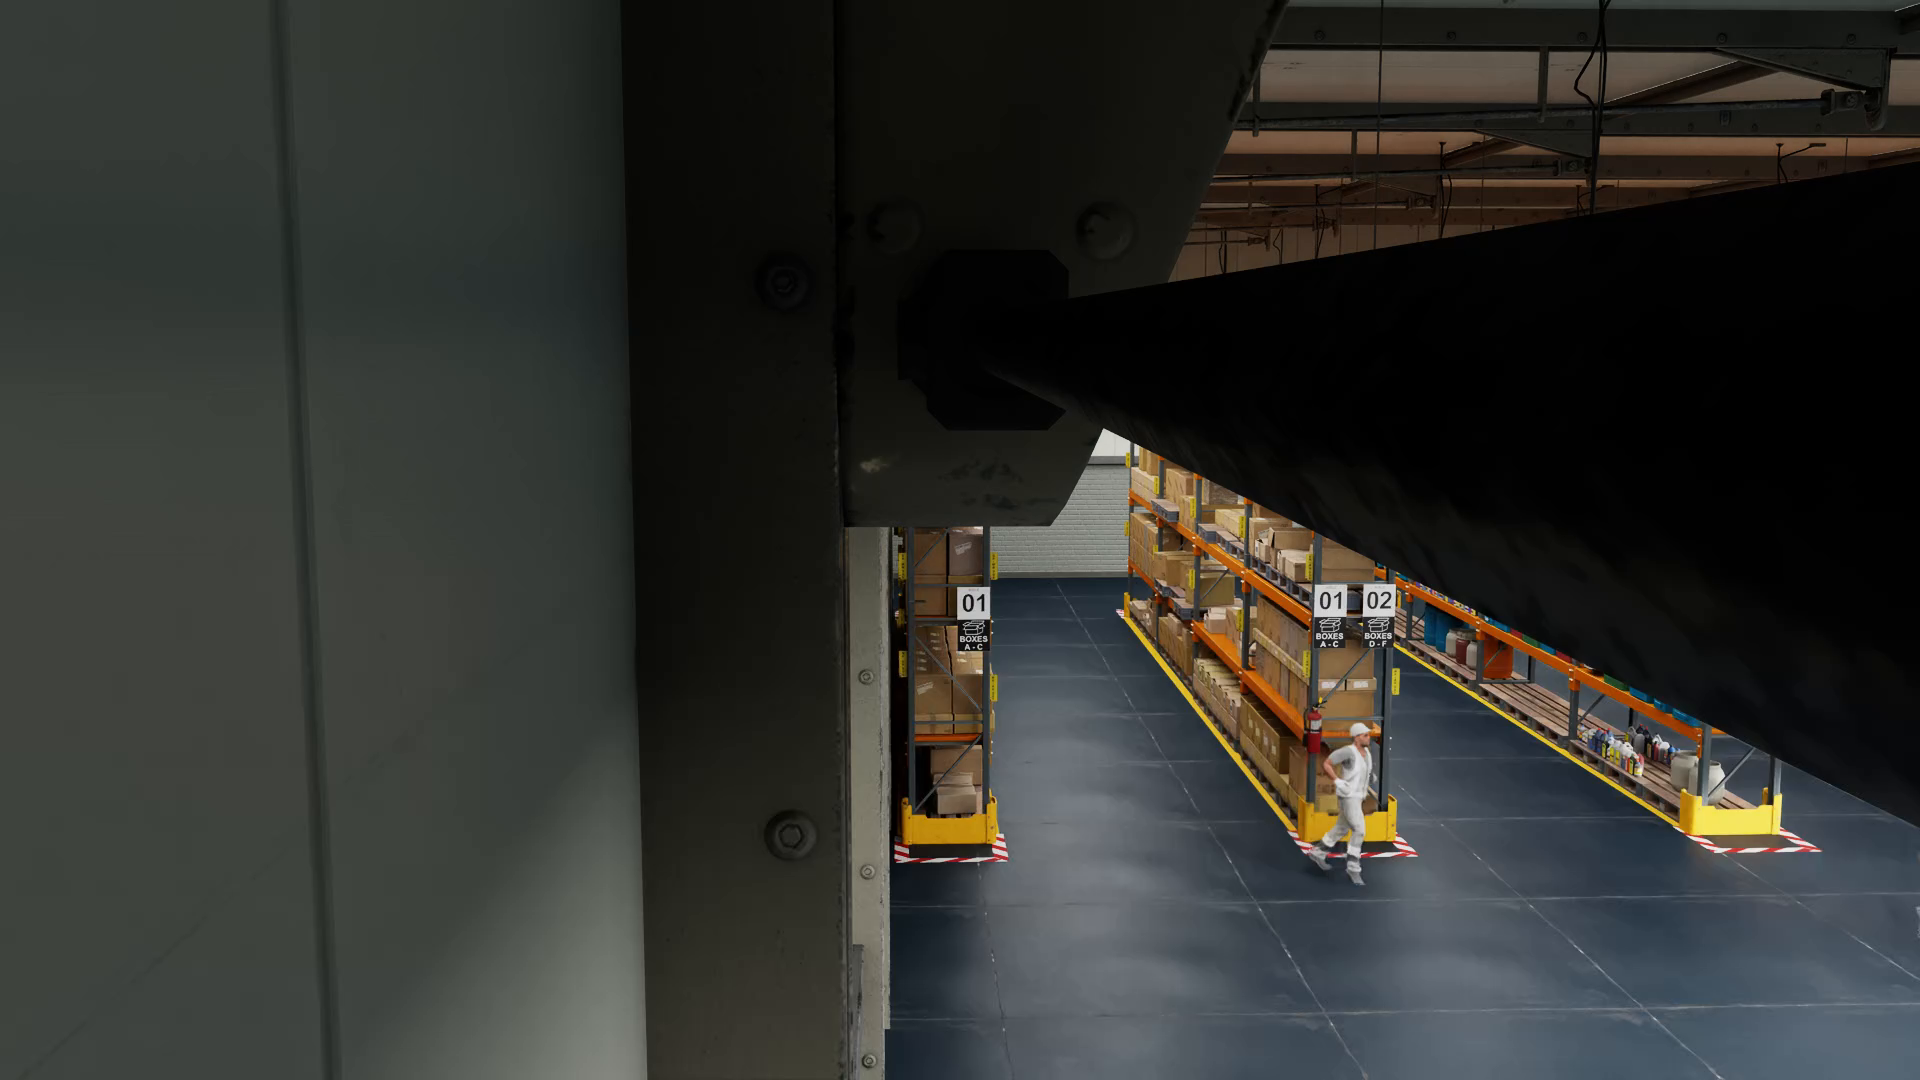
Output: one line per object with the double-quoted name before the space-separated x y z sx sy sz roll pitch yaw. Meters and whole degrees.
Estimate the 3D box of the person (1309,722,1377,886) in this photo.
"person" 4.491 3.010 19.274 0.753 1.839 0.658 6 9 38
